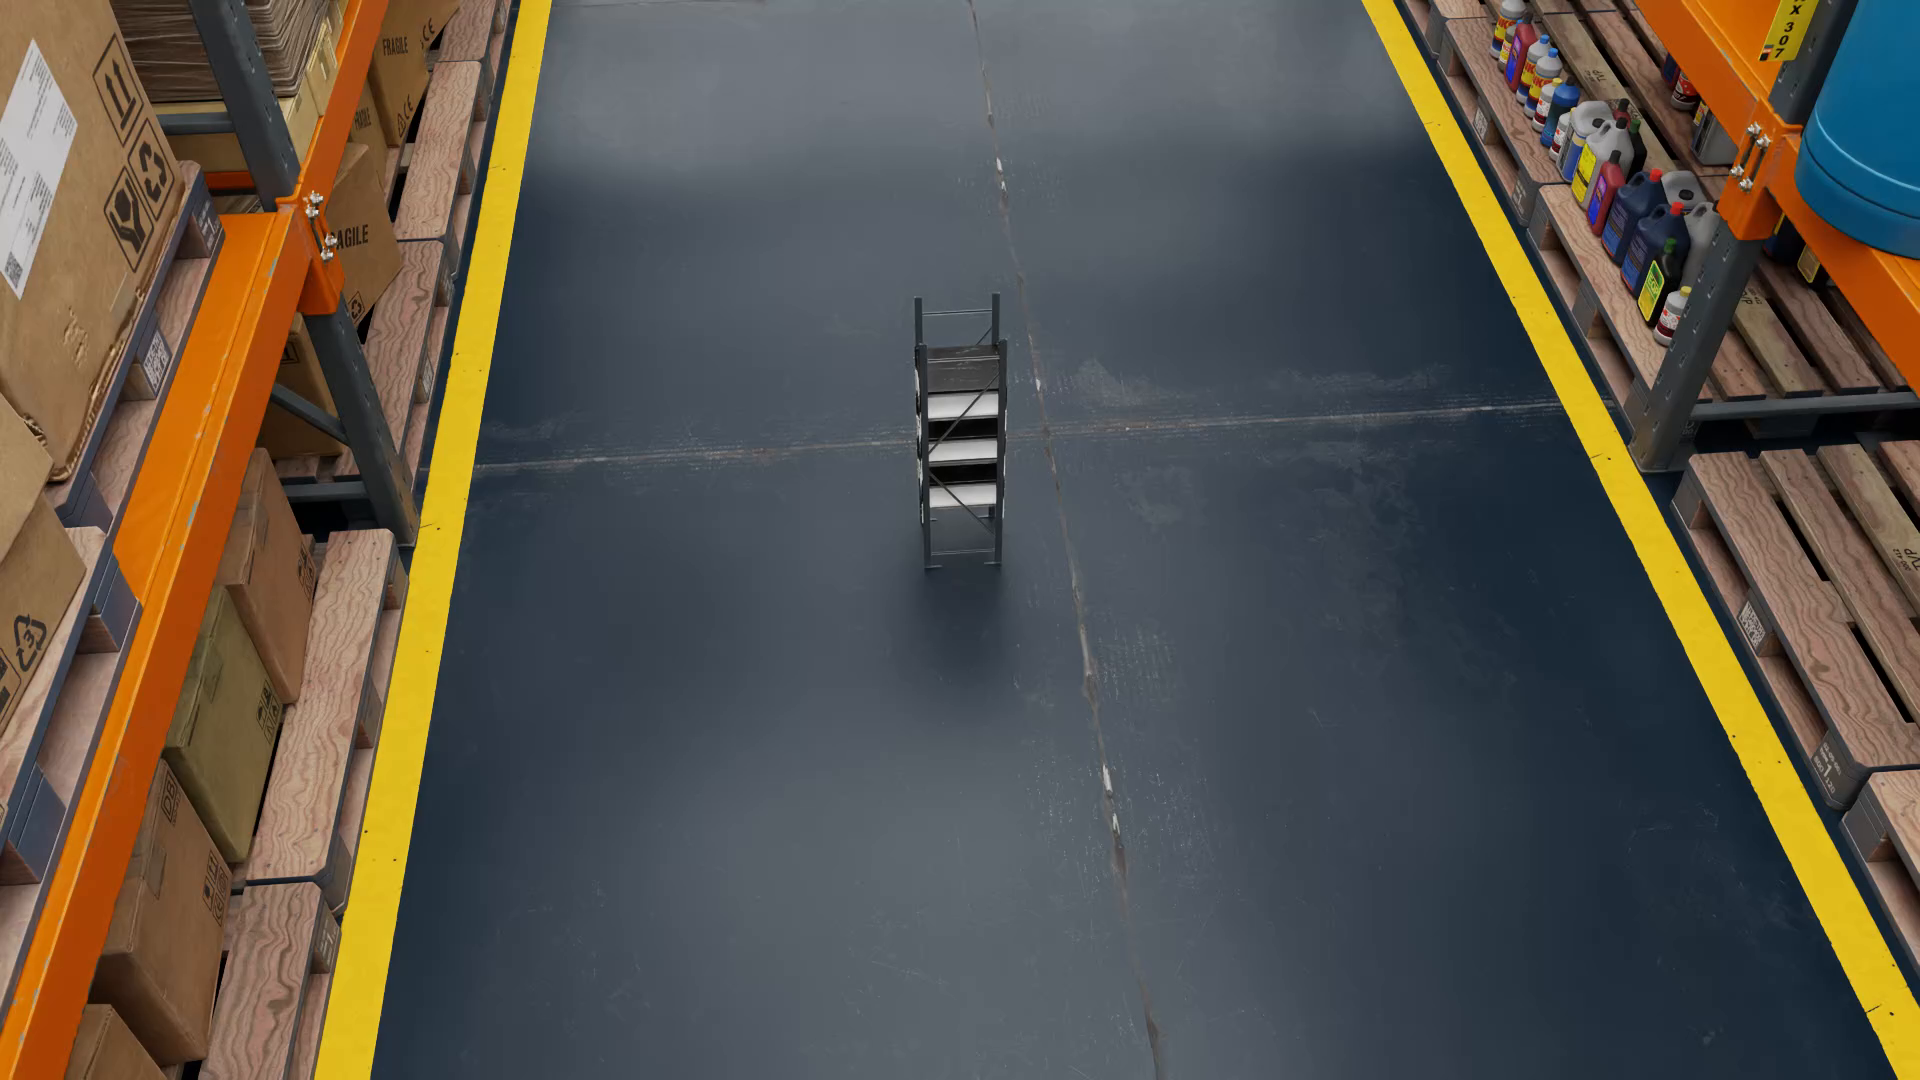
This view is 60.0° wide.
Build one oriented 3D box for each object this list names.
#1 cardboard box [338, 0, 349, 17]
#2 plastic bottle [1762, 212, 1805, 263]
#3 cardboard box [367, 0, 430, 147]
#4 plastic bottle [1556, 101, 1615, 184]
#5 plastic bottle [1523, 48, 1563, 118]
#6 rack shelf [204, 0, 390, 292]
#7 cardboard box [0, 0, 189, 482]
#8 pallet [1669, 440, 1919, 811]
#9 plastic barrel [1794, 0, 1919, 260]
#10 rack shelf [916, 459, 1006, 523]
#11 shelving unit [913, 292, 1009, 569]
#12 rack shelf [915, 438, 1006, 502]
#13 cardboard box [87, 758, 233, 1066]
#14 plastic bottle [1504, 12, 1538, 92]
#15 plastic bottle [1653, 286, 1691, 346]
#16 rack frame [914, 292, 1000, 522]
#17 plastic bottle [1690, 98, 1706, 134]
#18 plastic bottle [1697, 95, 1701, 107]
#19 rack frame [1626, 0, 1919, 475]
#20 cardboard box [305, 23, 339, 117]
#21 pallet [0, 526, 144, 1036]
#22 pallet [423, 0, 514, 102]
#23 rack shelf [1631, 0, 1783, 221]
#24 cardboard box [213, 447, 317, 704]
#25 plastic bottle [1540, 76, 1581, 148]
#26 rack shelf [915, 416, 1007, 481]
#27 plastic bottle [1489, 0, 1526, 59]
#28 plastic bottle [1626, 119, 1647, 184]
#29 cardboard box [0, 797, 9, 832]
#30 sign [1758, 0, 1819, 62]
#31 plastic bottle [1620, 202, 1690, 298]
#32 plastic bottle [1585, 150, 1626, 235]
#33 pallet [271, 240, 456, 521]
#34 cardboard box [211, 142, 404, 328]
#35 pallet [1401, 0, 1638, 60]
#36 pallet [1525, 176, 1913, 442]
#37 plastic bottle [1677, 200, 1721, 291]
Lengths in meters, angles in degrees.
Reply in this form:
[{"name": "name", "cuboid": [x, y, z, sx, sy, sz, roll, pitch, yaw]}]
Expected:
[{"name": "cardboard box", "cuboid": [-2.019, -1.647, 4.917, 0.380, 0.149, 0.250, -3, 47, -3]}, {"name": "plastic bottle", "cuboid": [2.924, -1.160, 5.804, 0.144, 0.351, 0.185, -3, 47, -3]}, {"name": "cardboard box", "cuboid": [-2.395, -1.860, 6.378, 0.500, 0.500, 0.500, 0, 47, 0]}, {"name": "plastic bottle", "cuboid": [2.328, -1.472, 6.152, 0.152, 0.276, 0.135, -3, 47, -3]}, {"name": "plastic bottle", "cuboid": [2.265, -1.775, 6.441, 0.097, 0.271, 0.097, 0, 47, 0]}, {"name": "rack shelf", "cuboid": [-2.381, -2.218, 5.780, 1.077, 0.370, 4.000, -3, 47, -3]}, {"name": "cardboard box", "cuboid": [-2.287, -0.785, 3.225, 1.000, 1.000, 1.000, -3, 47, -3]}, {"name": "pallet", "cuboid": [2.826, 0.206, 4.910, 1.003, 0.211, 1.213, -3, 47, -3]}, {"name": "plastic barrel", "cuboid": [2.452, -1.193, 3.969, 0.600, 0.901, 0.708, -3, 47, -3]}, {"name": "rack shelf", "cuboid": [0.001, -0.157, 5.073, 0.258, 0.077, 0.200, -3, 47, -3]}, {"name": "shelving unit", "cuboid": [0.001, -0.304, 4.918, 0.258, 0.900, 0.210, -3, 47, -3]}, {"name": "rack shelf", "cuboid": [0.001, -0.219, 5.007, 0.258, 0.077, 0.200, -3, 47, -3]}, {"name": "cardboard box", "cuboid": [-2.115, 0.887, 3.763, 0.700, 0.500, 0.500, -7, 47, -7]}, {"name": "plastic bottle", "cuboid": [2.229, -1.935, 6.584, 0.061, 0.283, 0.133, -3, 47, -3]}, {"name": "plastic bottle", "cuboid": [2.381, -0.752, 5.520, 0.097, 0.201, 0.097, 0, 47, 0]}, {"name": "rack frame", "cuboid": [-0.008, -0.377, 4.987, 0.240, 0.900, 0.006, -3, 47, -3]}, {"name": "plastic bottle", "cuboid": [2.884, -1.657, 6.378, 0.097, 0.201, 0.097, 0, 47, 0]}, {"name": "plastic bottle", "cuboid": [2.983, -1.841, 6.501, 0.152, 0.276, 0.135, -5, 47, -4]}, {"name": "rack frame", "cuboid": [2.722, -1.319, 4.433, 1.000, 3.000, 0.127, -3, 47, -3]}, {"name": "cardboard box", "cuboid": [-1.940, -1.287, 4.576, 0.380, 0.149, 0.250, -3, 47, -3]}, {"name": "pallet", "cuboid": [-2.085, 0.512, 2.831, 1.003, 0.211, 1.213, -3, 47, -3]}, {"name": "pallet", "cuboid": [-2.509, -2.308, 7.291, 1.003, 0.211, 1.213, -3, 47, -3]}, {"name": "rack shelf", "cuboid": [2.554, -2.519, 6.065, 1.077, 0.370, 4.000, -3, 47, -3]}, {"name": "cardboard box", "cuboid": [-2.184, 0.136, 4.474, 0.700, 0.500, 0.500, -7, 47, -6]}, {"name": "plastic bottle", "cuboid": [2.282, -1.628, 6.302, 0.097, 0.271, 0.097, 0, 47, 0]}, {"name": "rack shelf", "cuboid": [0.001, -0.281, 4.942, 0.258, 0.077, 0.200, -3, 47, -3]}, {"name": "plastic bottle", "cuboid": [2.228, -2.095, 6.745, 0.097, 0.271, 0.097, 0, 47, 0]}, {"name": "plastic bottle", "cuboid": [2.438, -1.382, 6.061, 0.061, 0.283, 0.133, -3, 47, -3]}, {"name": "cardboard box", "cuboid": [-1.790, 0.557, 2.471, 0.500, 0.250, 0.500, -5, 47, -4]}, {"name": "sign", "cuboid": [2.173, -1.389, 4.309, 0.100, 0.325, 0.005, -3, 47, -3]}, {"name": "plastic bottle", "cuboid": [2.381, -1.008, 5.660, 0.144, 0.351, 0.185, -5, 47, -4]}, {"name": "plastic bottle", "cuboid": [2.310, -1.239, 5.925, 0.061, 0.283, 0.133, -1, 47, -1]}, {"name": "pallet", "cuboid": [-2.305, -0.543, 5.619, 1.003, 0.211, 1.213, -3, 47, -3]}, {"name": "cardboard box", "cuboid": [-2.263, -1.009, 5.572, 0.500, 0.500, 0.500, 10, 47, 9]}, {"name": "pallet", "cuboid": [2.503, -2.614, 7.580, 1.003, 0.211, 1.213, -3, 47, -3]}, {"name": "pallet", "cuboid": [2.707, -0.849, 5.908, 1.003, 0.211, 1.213, -3, 47, -3]}, {"name": "plastic bottle", "cuboid": [2.524, -1.017, 5.668, 0.144, 0.351, 0.185, -3, 47, -3]}]
